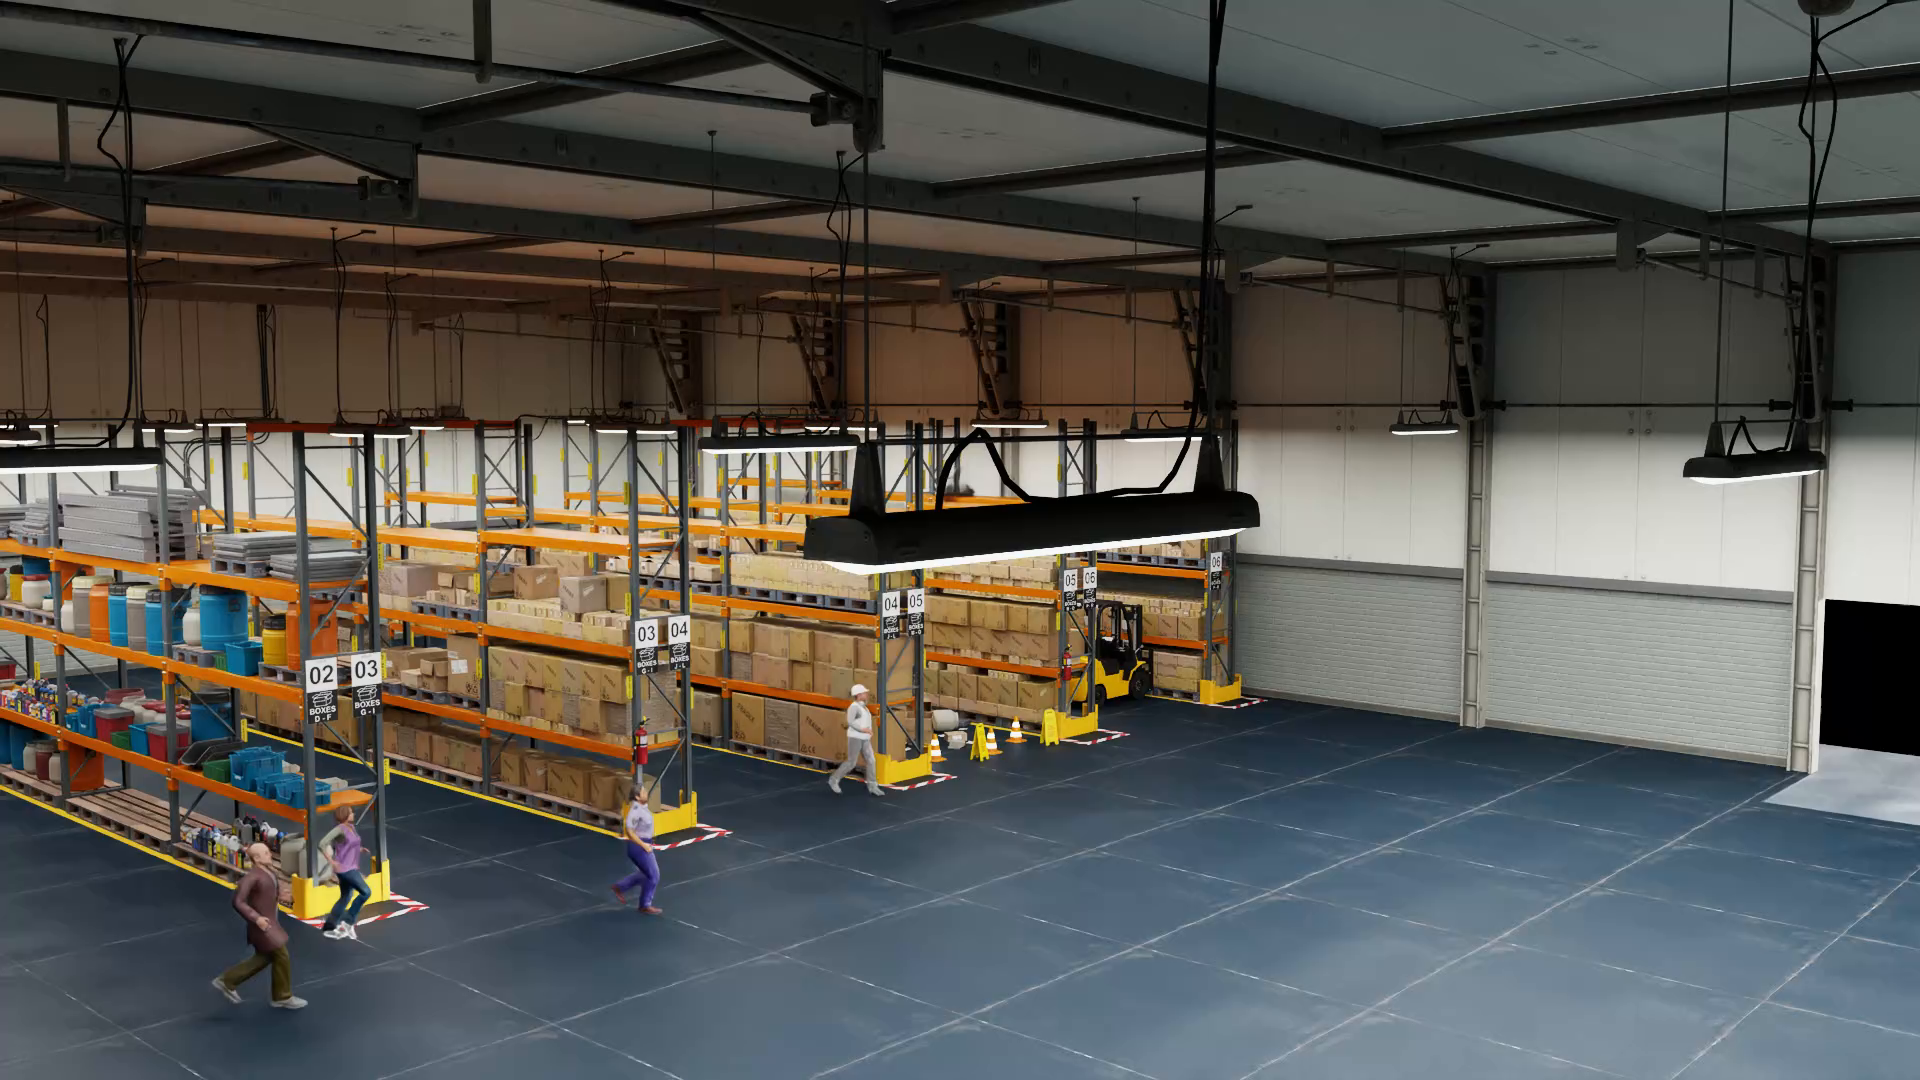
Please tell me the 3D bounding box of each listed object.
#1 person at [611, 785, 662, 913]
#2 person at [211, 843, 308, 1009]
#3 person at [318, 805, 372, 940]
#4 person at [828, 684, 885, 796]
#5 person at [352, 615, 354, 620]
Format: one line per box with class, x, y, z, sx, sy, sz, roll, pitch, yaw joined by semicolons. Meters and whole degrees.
person;-4.038;3.852;20.691;0.625;1.620;0.603;-1;5;-10
person;-7.327;4.033;17.352;0.929;1.784;0.699;-1;5;-16
person;-7.277;3.934;19.738;0.583;1.568;0.555;-1;5;-11
person;-1.617;3.236;27.046;0.938;1.764;0.729;2;5;20
person;-13.505;2.486;37.014;0.559;1.648;0.667;4;6;41
